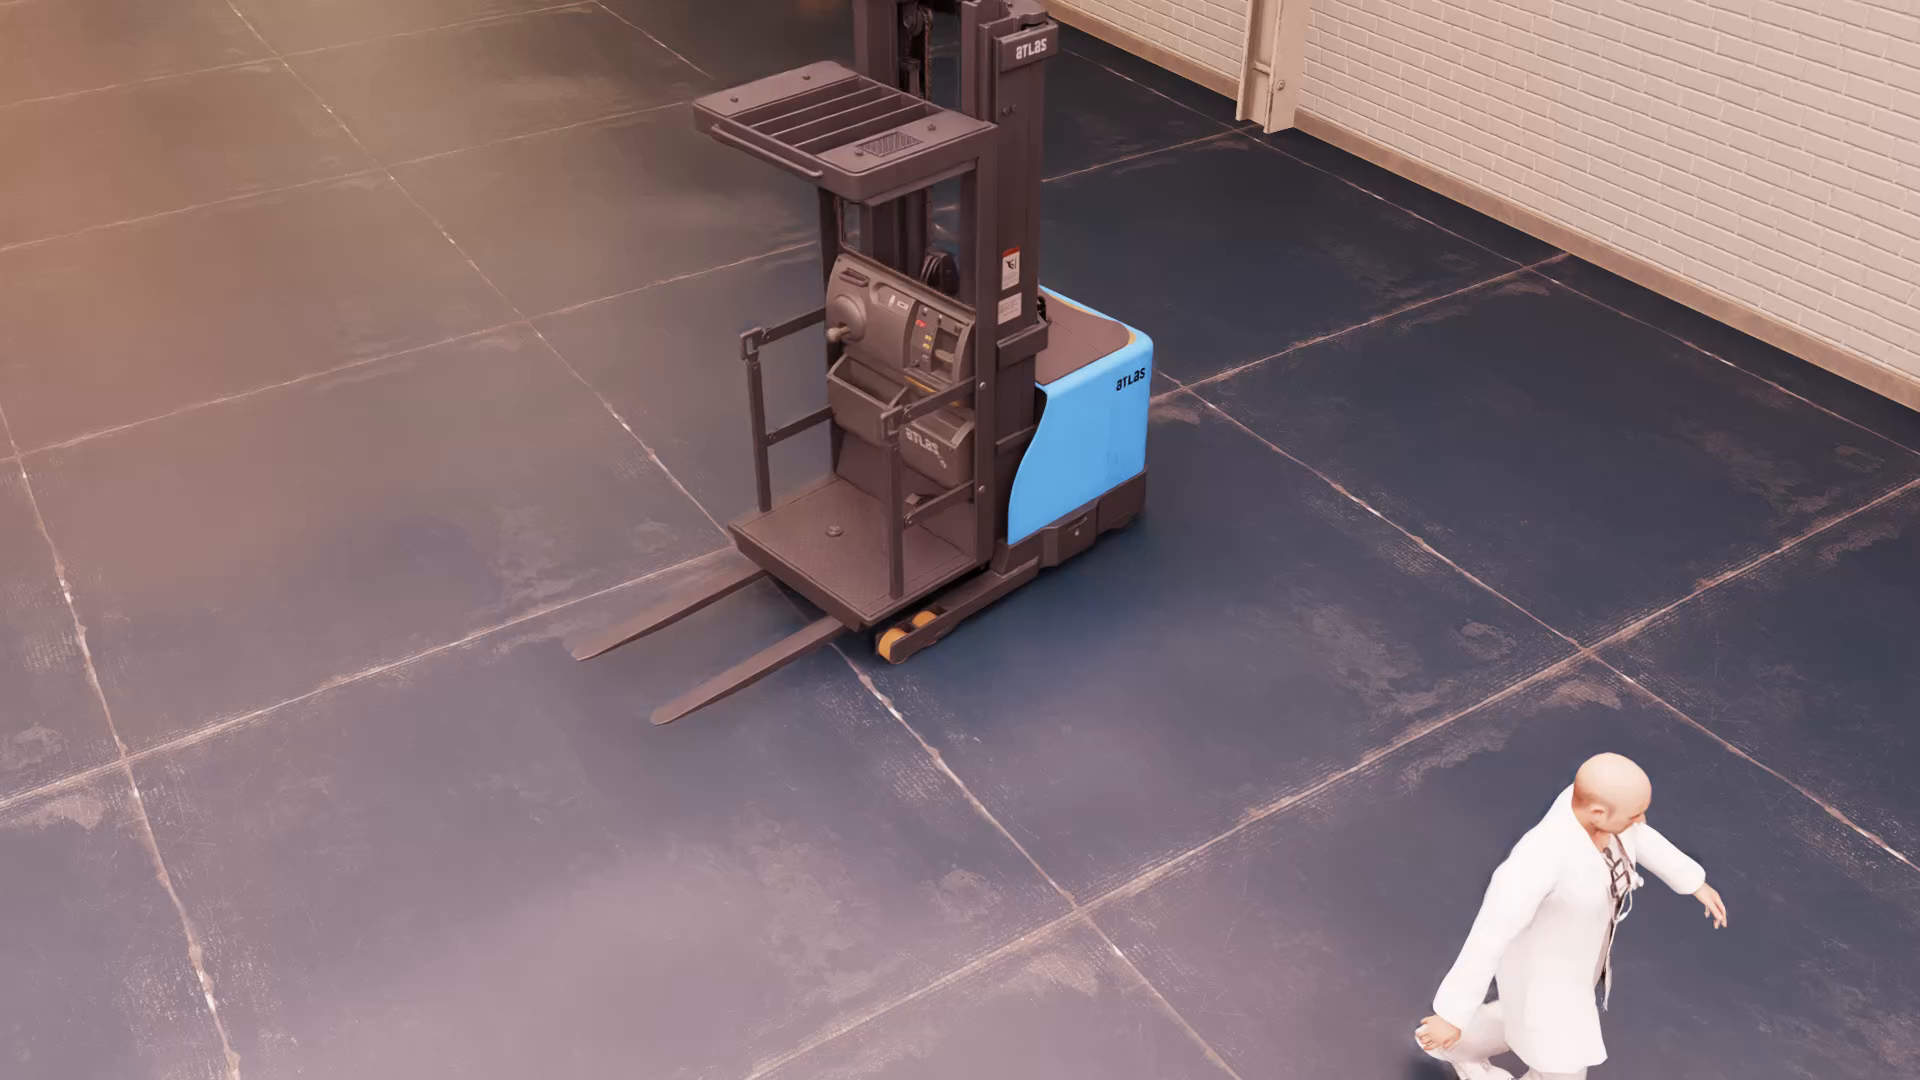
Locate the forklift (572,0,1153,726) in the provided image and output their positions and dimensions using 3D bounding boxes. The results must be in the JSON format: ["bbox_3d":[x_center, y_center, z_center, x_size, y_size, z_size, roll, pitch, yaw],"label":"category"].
[{"bbox_3d":[-0.439,-0.953,7.504,3.031,2.935,1.130,-28,44,-34],"label":"forklift"}]

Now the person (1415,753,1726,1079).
[{"bbox_3d":[1.869,1.349,5.257,0.782,1.761,0.948,24,42,30],"label":"person"}]
